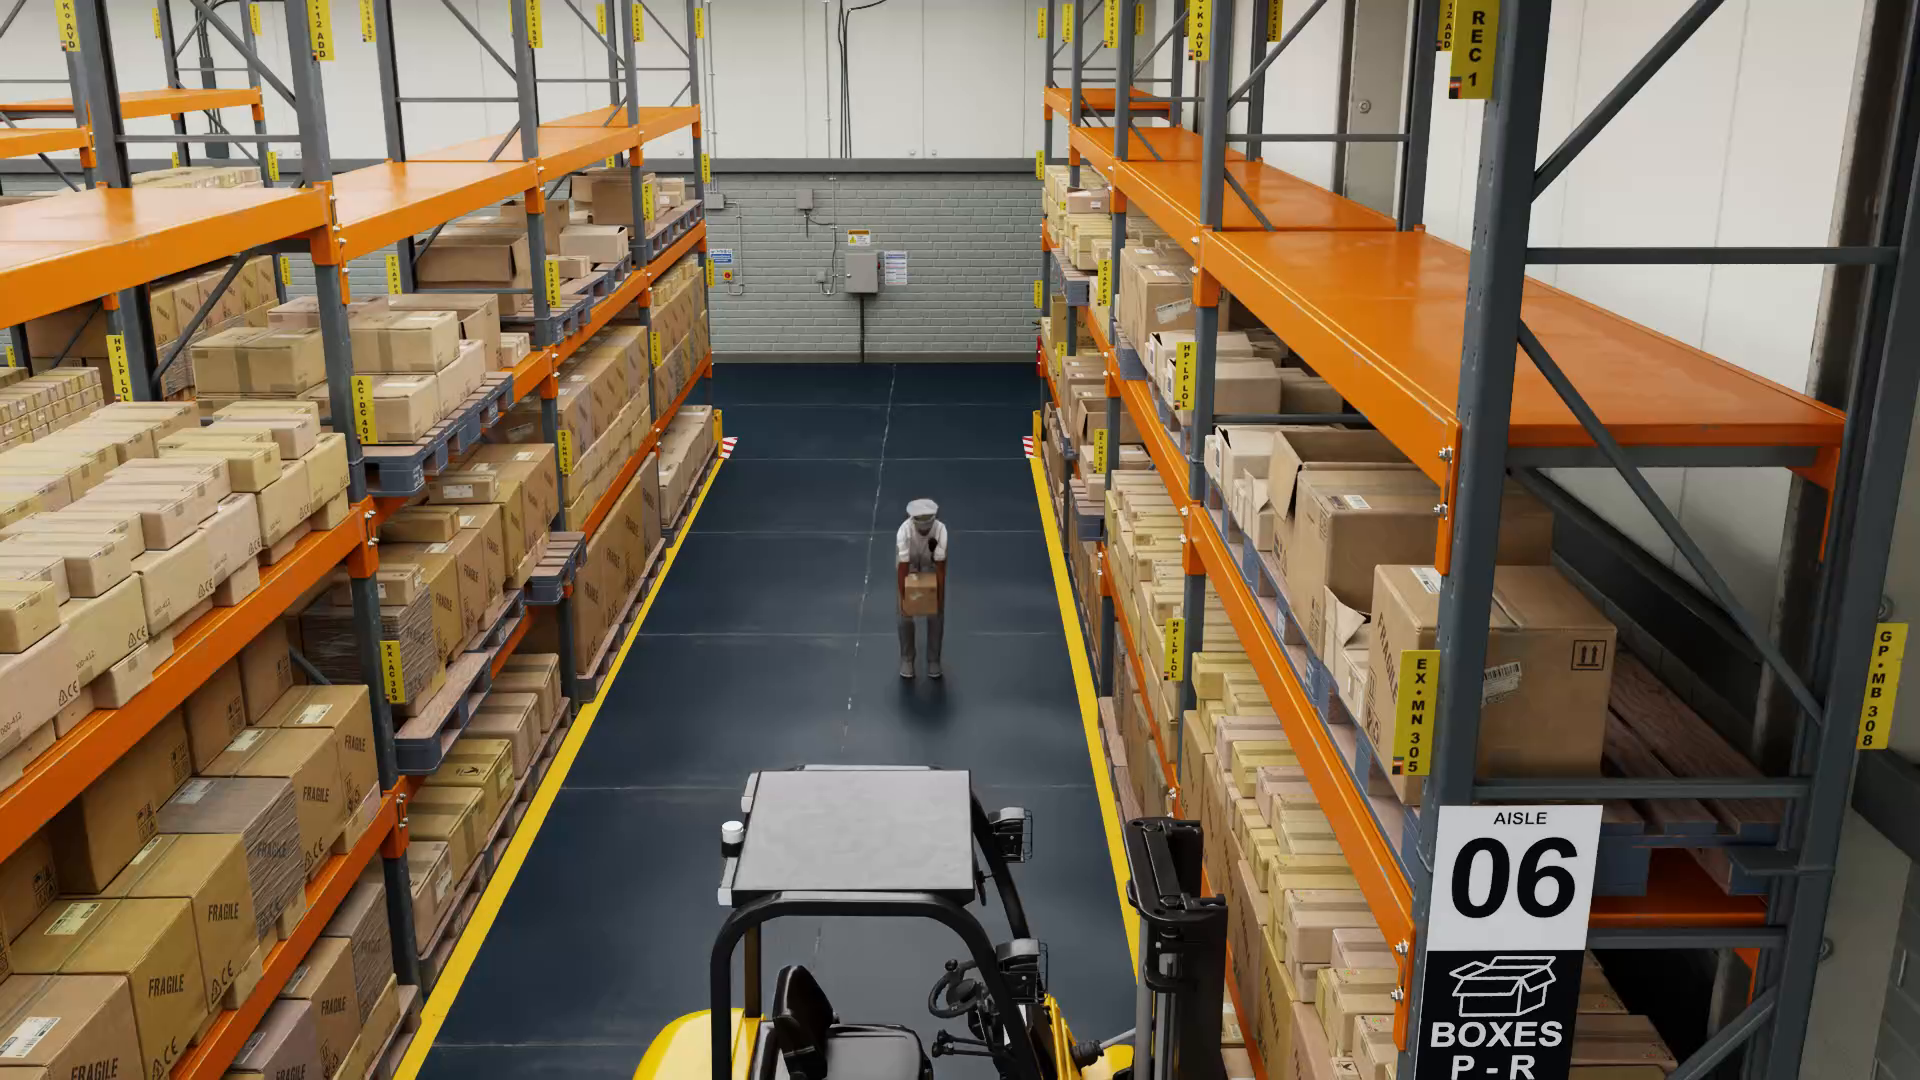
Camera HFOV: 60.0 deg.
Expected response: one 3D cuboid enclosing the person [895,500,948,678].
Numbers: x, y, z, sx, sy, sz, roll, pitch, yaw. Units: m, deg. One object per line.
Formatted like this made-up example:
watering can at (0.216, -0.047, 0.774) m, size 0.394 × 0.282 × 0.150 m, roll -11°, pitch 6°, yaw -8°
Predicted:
person at (-0.304, 0.372, 13.138) m, size 0.411 × 1.514 × 0.717 m, roll -1°, pitch 17°, yaw -2°
